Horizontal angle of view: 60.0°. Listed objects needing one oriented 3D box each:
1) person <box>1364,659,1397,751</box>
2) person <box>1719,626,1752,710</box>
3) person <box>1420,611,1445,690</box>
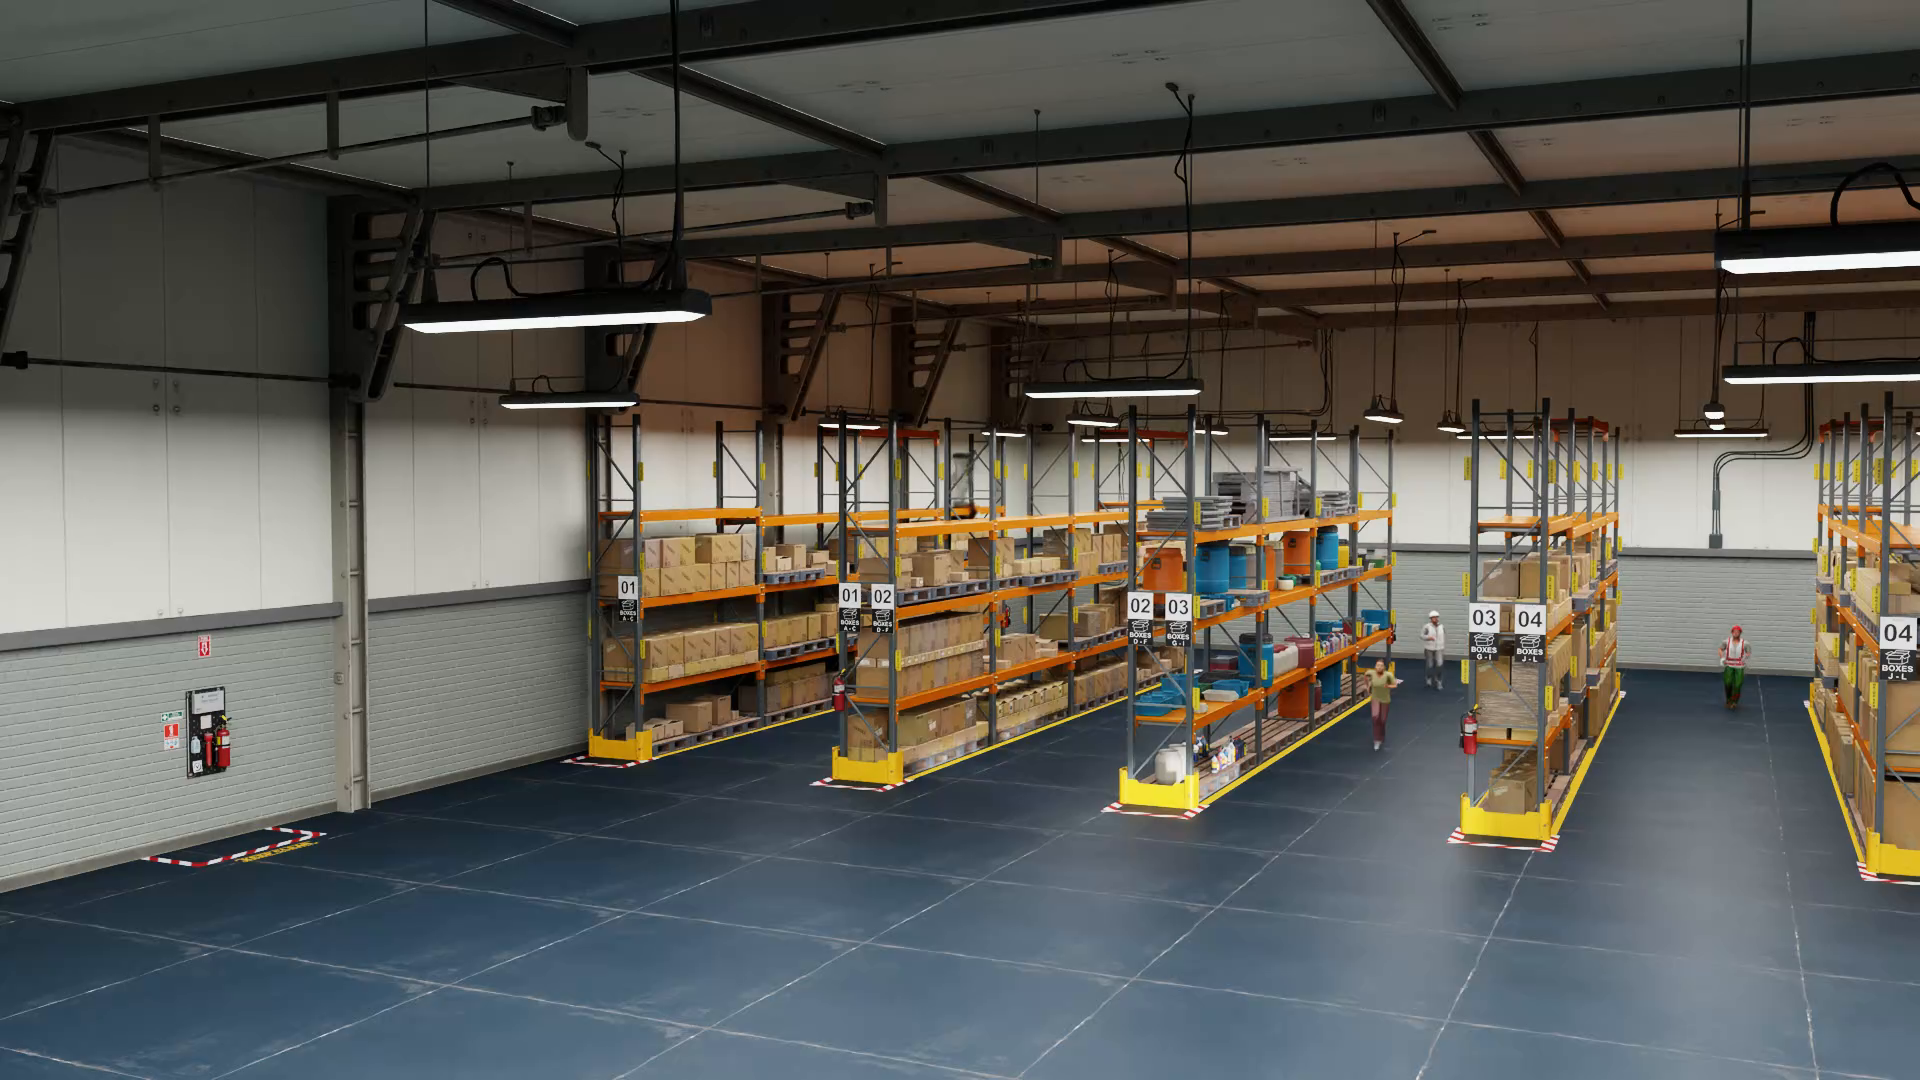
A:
[{"bbox_3d":[7.612,2.947,30.096,0.572,1.656,0.902,1,2,12],"label":"person"},{"bbox_3d":[16.246,2.680,34.875,0.633,1.773,0.674,1,3,25],"label":"person"},{"bbox_3d":[10.926,2.551,38.401,0.641,1.835,0.781,0,2,3],"label":"person"}]
